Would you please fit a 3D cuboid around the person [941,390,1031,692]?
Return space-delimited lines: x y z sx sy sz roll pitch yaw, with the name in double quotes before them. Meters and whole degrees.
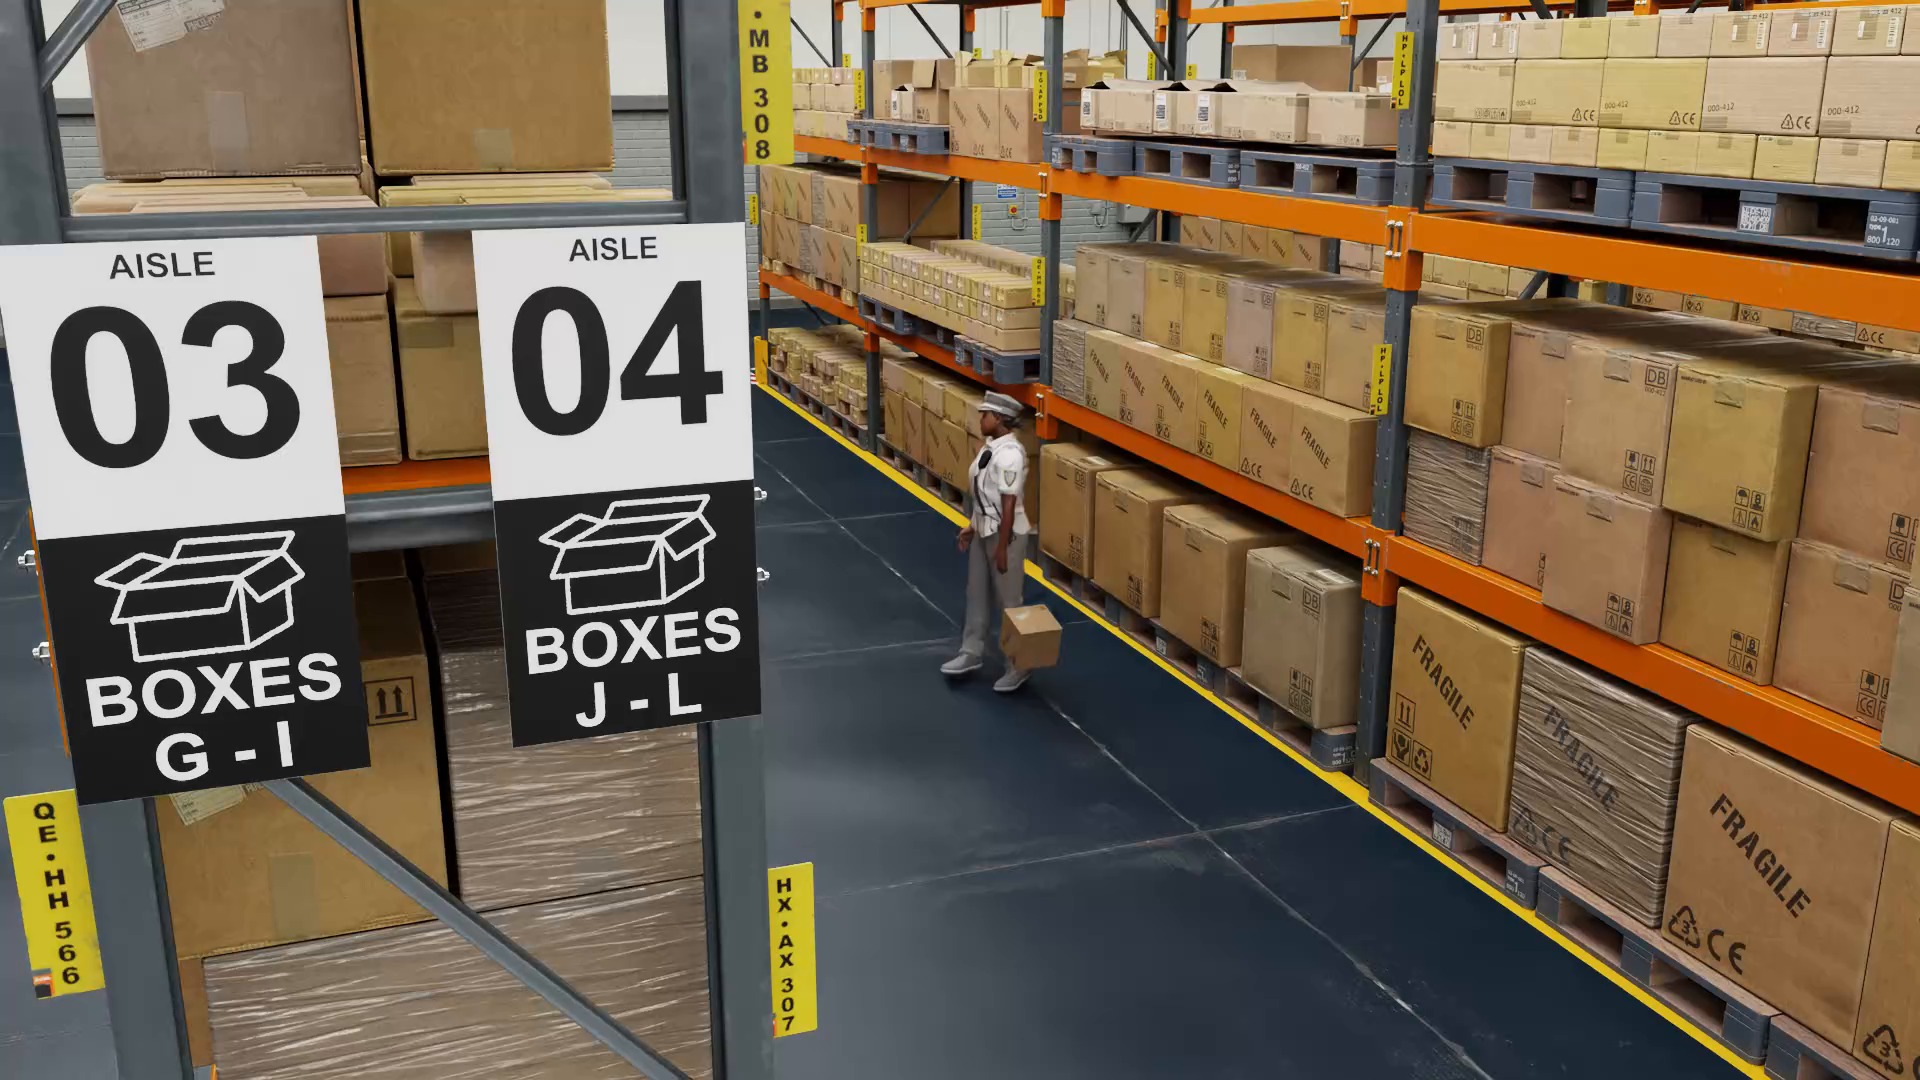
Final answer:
"person" 0.149 -0.002 9.419 0.499 1.690 0.487 -5 16 -16
